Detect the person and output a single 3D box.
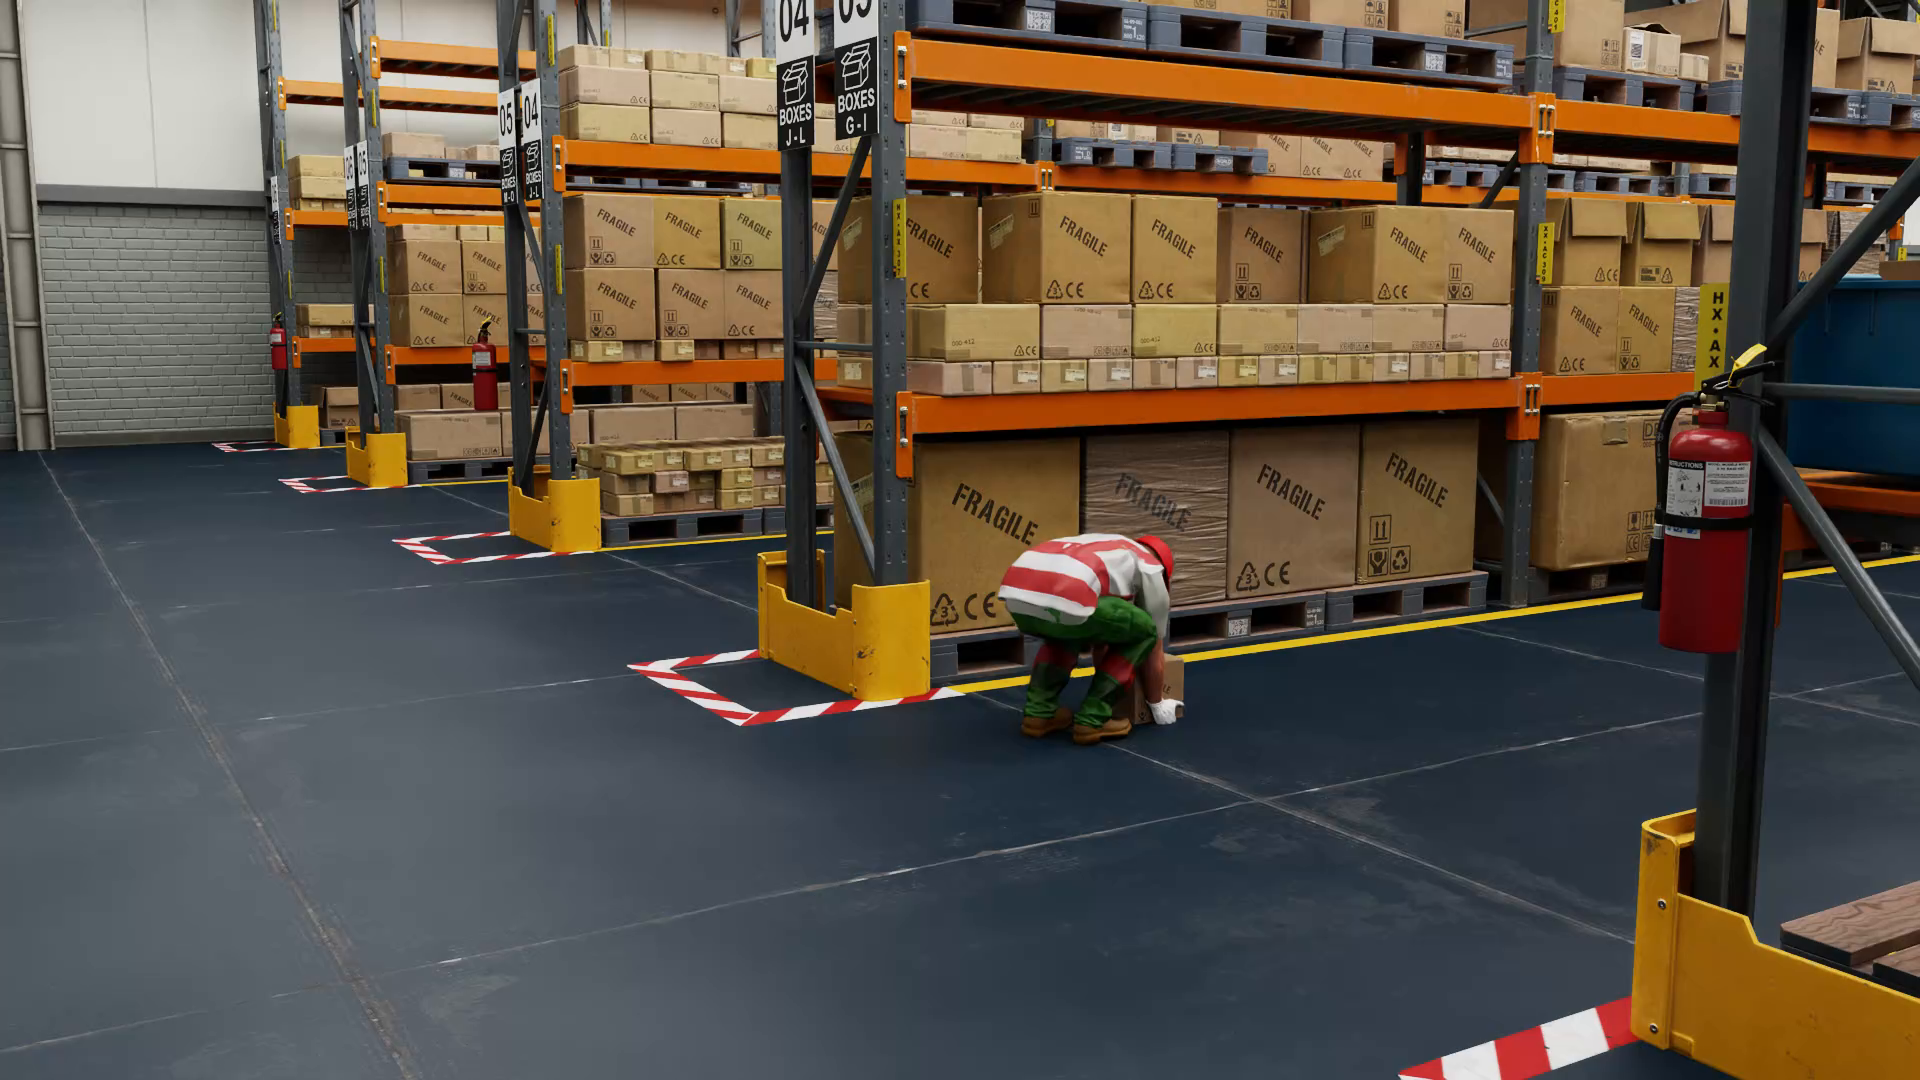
[{"bbox_3d":[0.553,0.380,6.680,0.520,0.821,0.965,7,11,42],"label":"person"}]
